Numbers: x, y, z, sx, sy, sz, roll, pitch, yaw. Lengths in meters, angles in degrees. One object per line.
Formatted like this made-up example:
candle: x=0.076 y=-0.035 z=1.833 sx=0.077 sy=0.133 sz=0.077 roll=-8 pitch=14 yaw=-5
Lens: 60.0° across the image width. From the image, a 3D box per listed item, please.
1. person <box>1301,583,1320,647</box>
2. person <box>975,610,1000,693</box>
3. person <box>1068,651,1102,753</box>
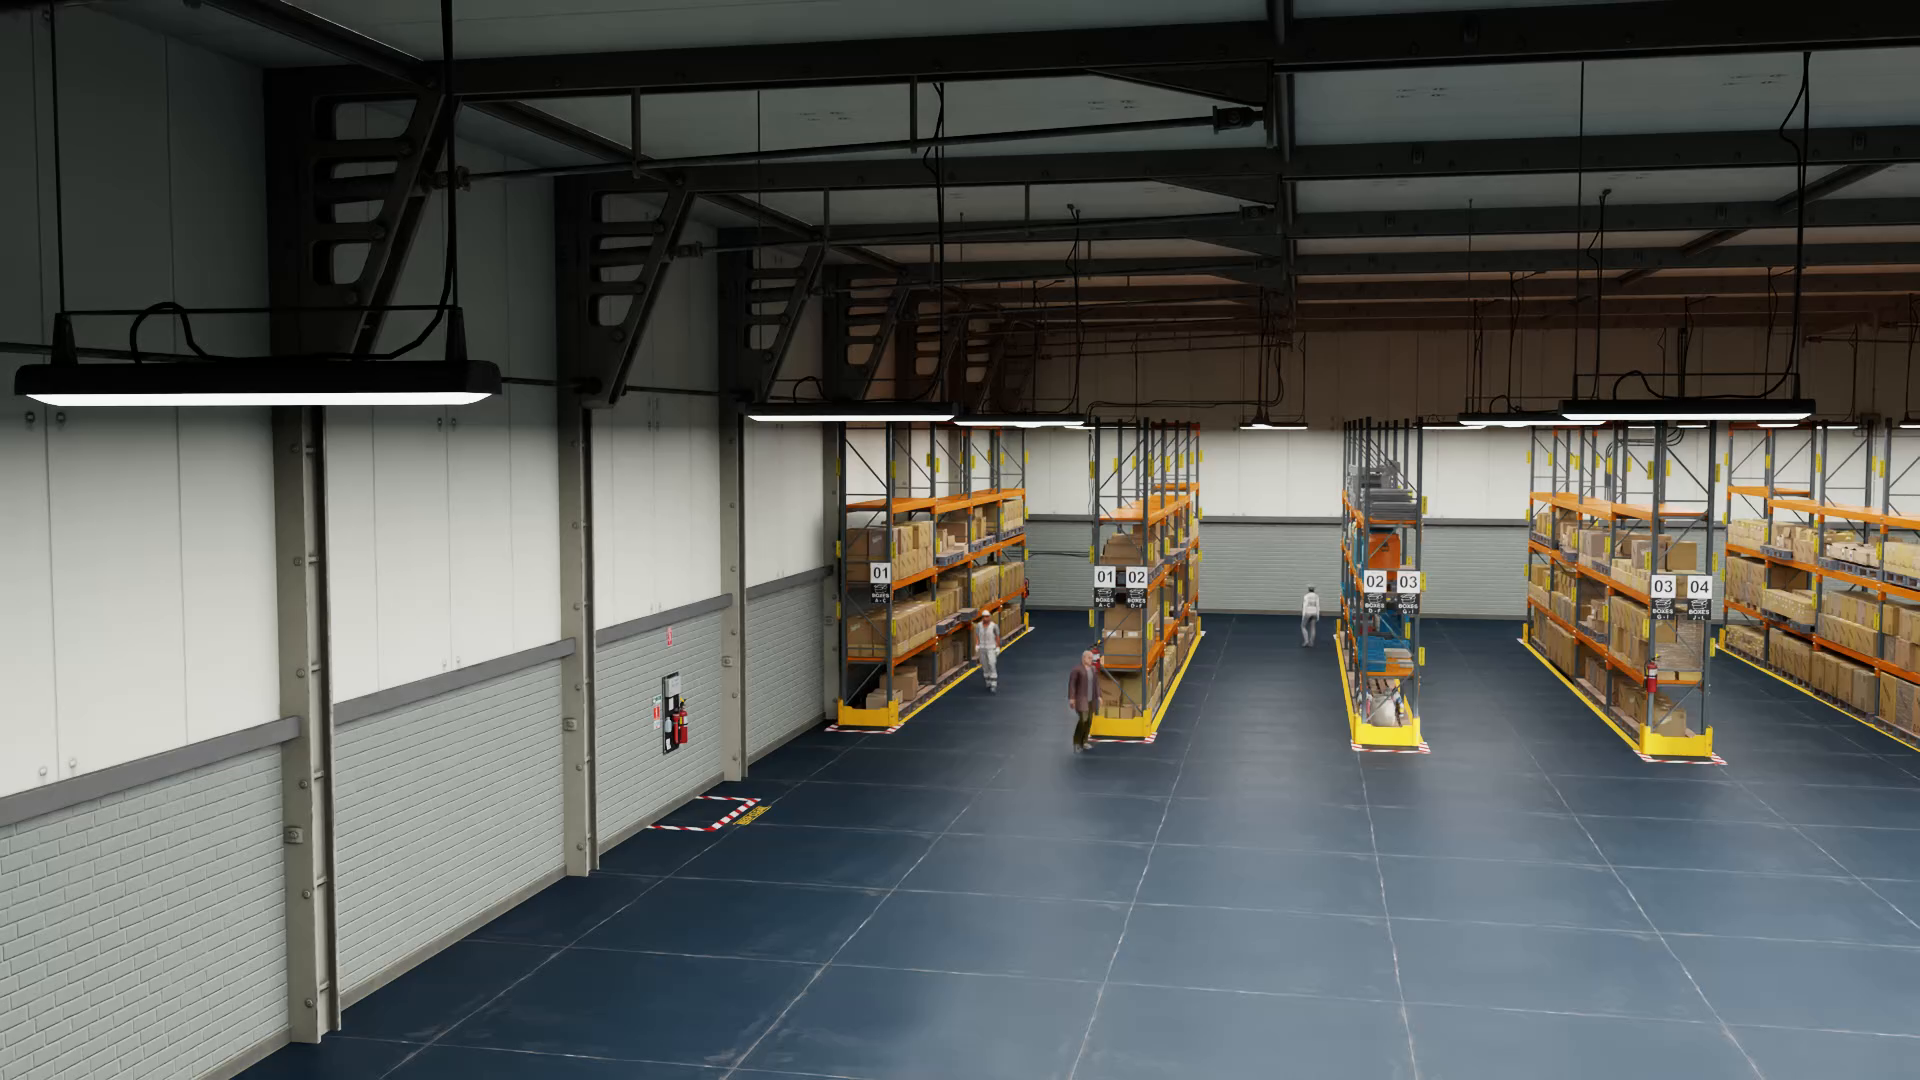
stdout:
person: x=9.356 y=2.022 z=44.390 sx=0.518 sy=1.708 sz=0.360 roll=-1 pitch=4 yaw=-17
person: x=0.617 y=2.438 z=36.891 sx=0.631 sy=1.761 sz=0.812 roll=2 pitch=4 yaw=23
person: x=2.249 y=2.911 z=29.850 sx=0.609 sy=1.845 sz=0.478 roll=-3 pitch=5 yaw=-38
